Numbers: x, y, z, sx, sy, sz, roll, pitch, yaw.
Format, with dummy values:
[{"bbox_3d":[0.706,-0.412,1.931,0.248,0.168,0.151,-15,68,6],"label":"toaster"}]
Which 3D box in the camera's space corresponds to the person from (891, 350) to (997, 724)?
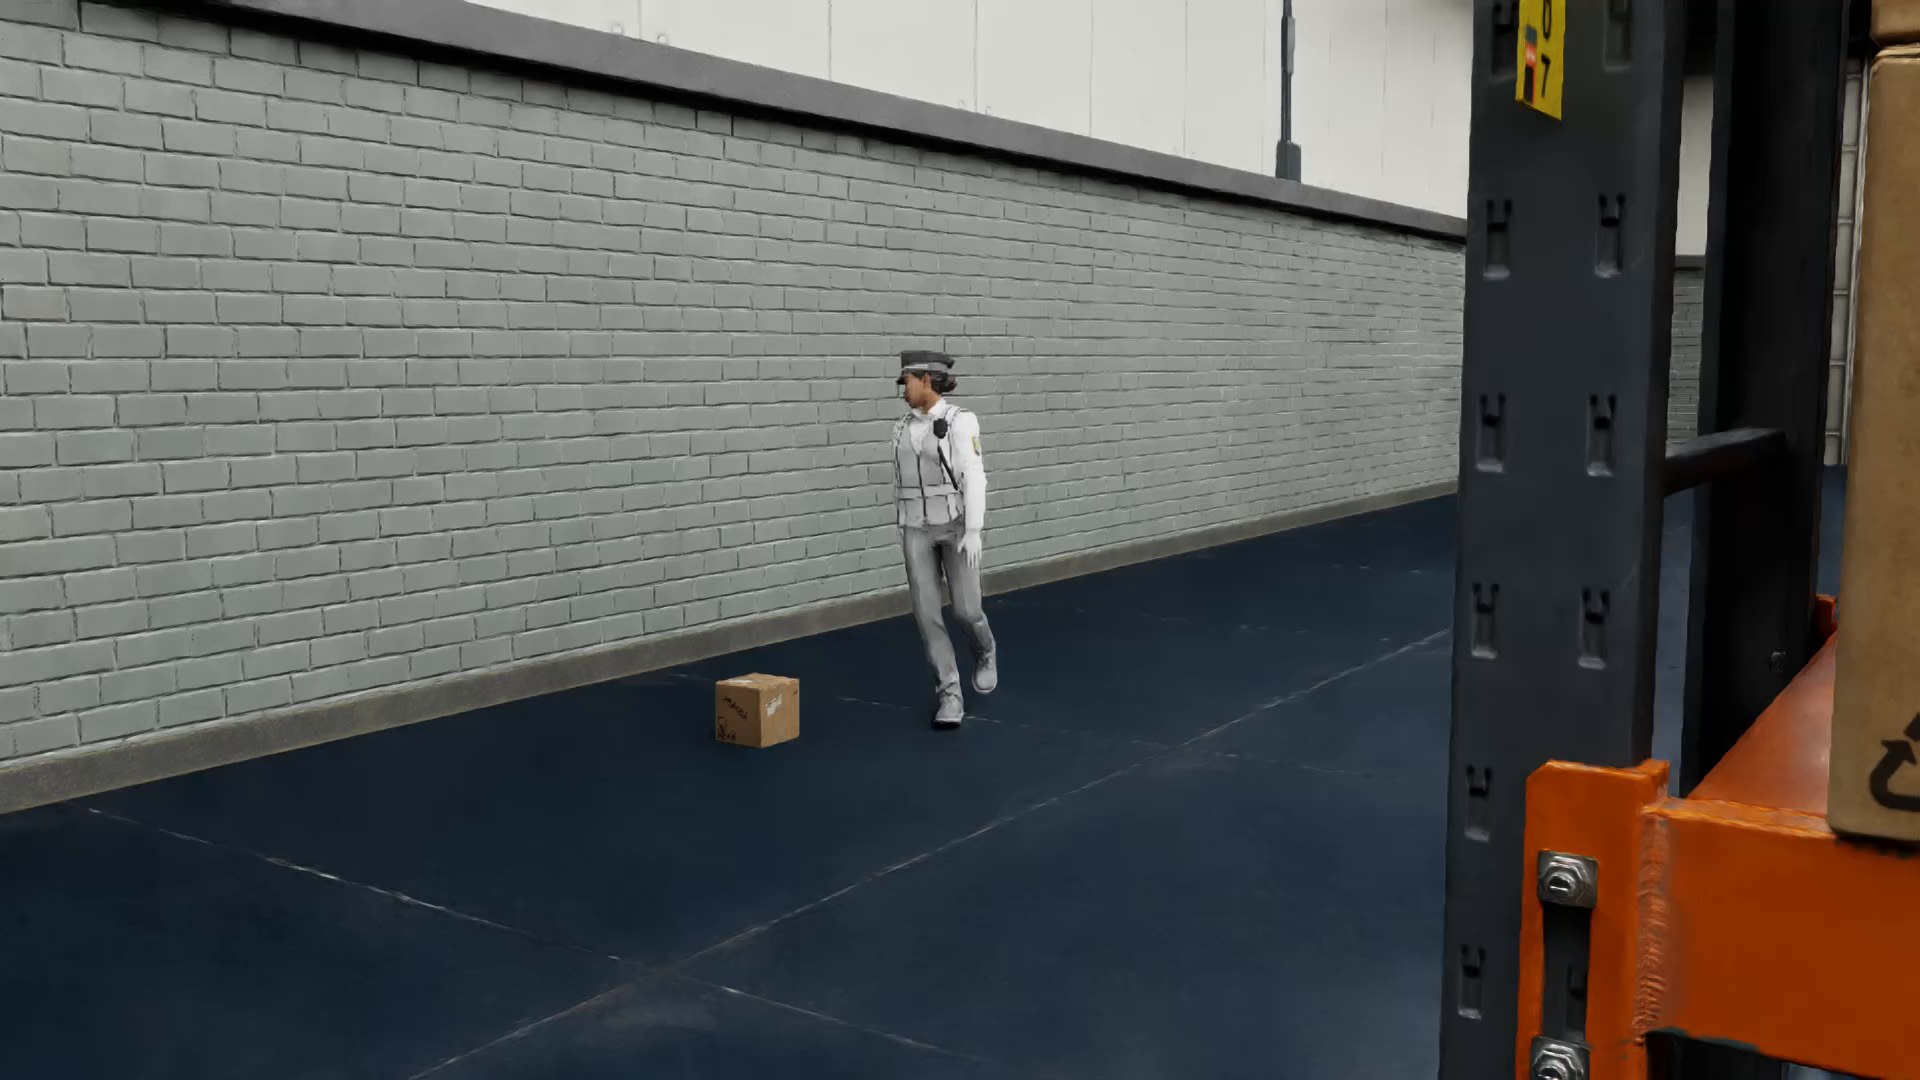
[{"bbox_3d":[-0.102,-0.033,7.426,0.518,1.623,0.638,3,7,24],"label":"person"}]
